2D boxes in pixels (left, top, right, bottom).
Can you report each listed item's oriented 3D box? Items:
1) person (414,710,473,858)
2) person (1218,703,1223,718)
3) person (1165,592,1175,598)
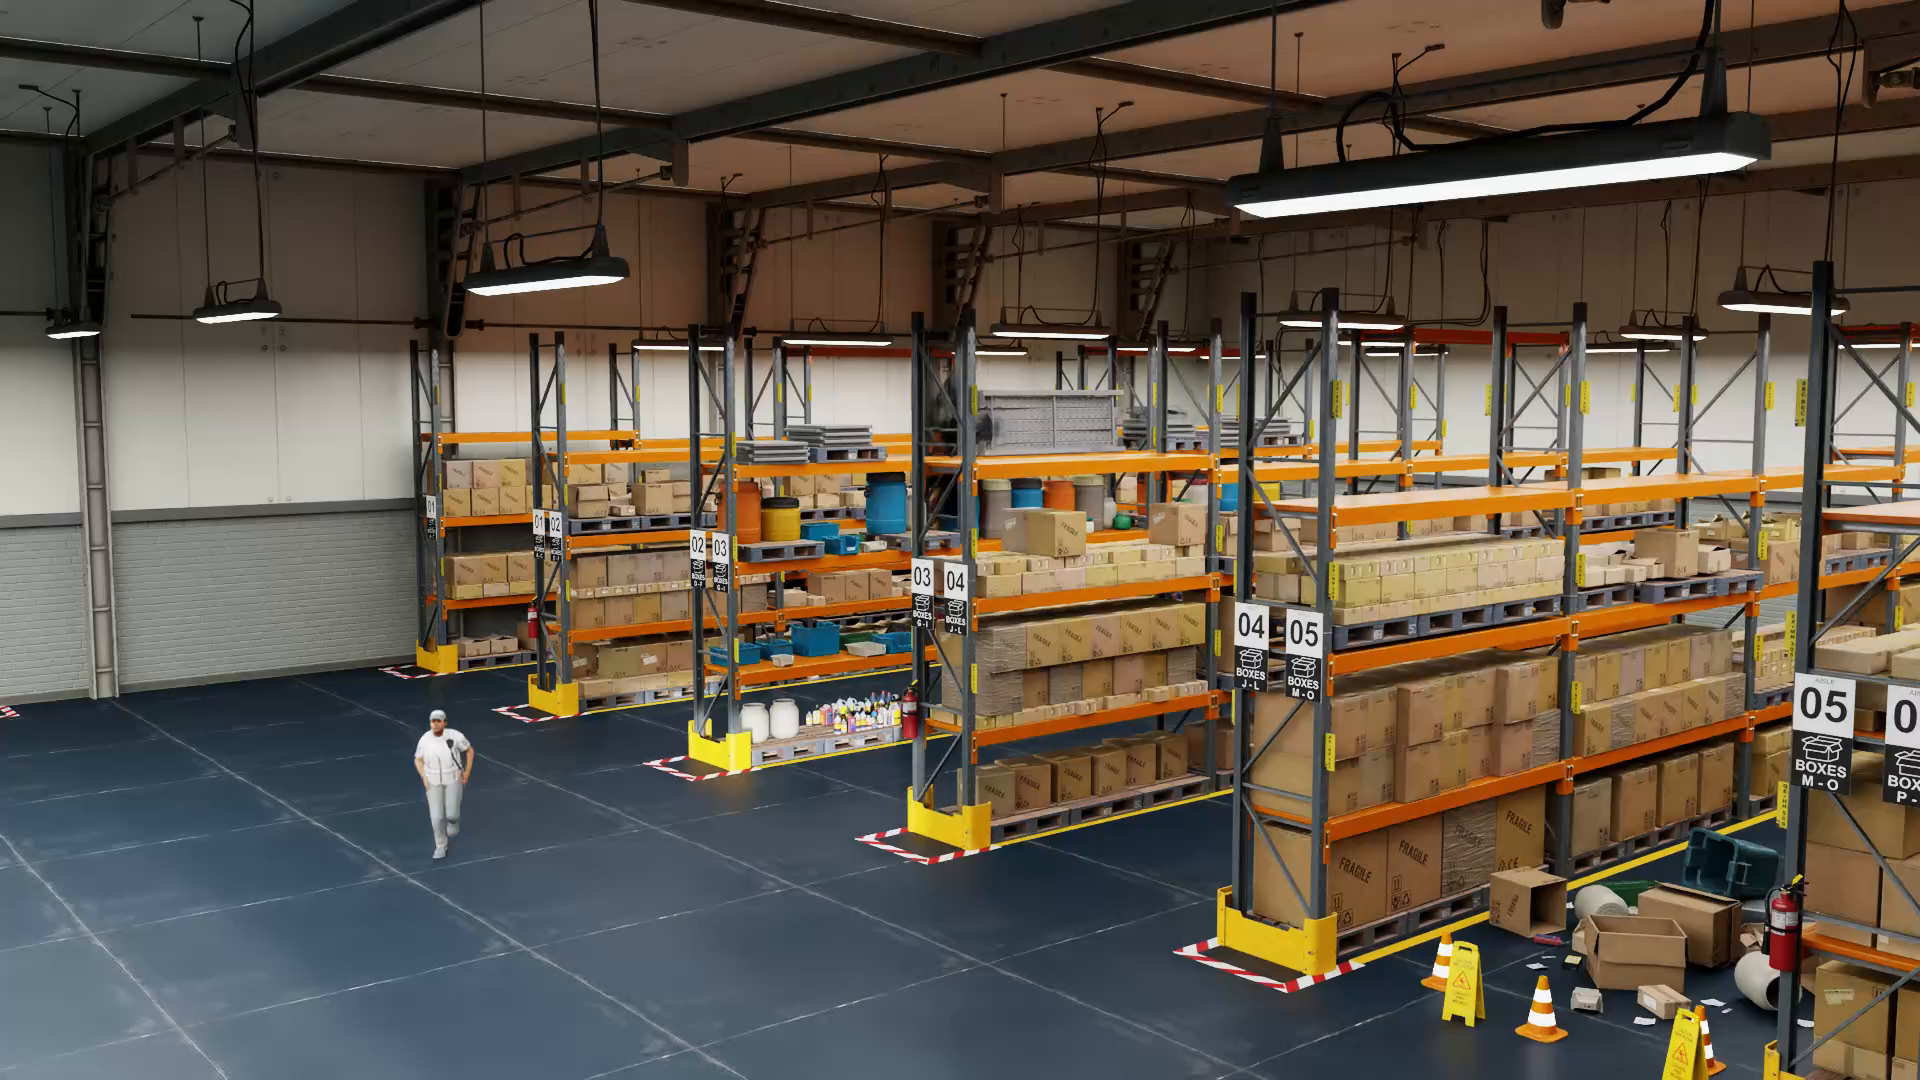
[{"bbox_3d":[-5.696,2.668,18.372,0.621,1.638,0.619,-1,5,-10],"label":"person"},{"bbox_3d":[3.568,1.800,23.846,0.682,1.753,0.573,5,7,41],"label":"person"},{"bbox_3d":[4.017,1.411,32.306,0.534,1.566,0.697,5,7,42],"label":"person"}]
